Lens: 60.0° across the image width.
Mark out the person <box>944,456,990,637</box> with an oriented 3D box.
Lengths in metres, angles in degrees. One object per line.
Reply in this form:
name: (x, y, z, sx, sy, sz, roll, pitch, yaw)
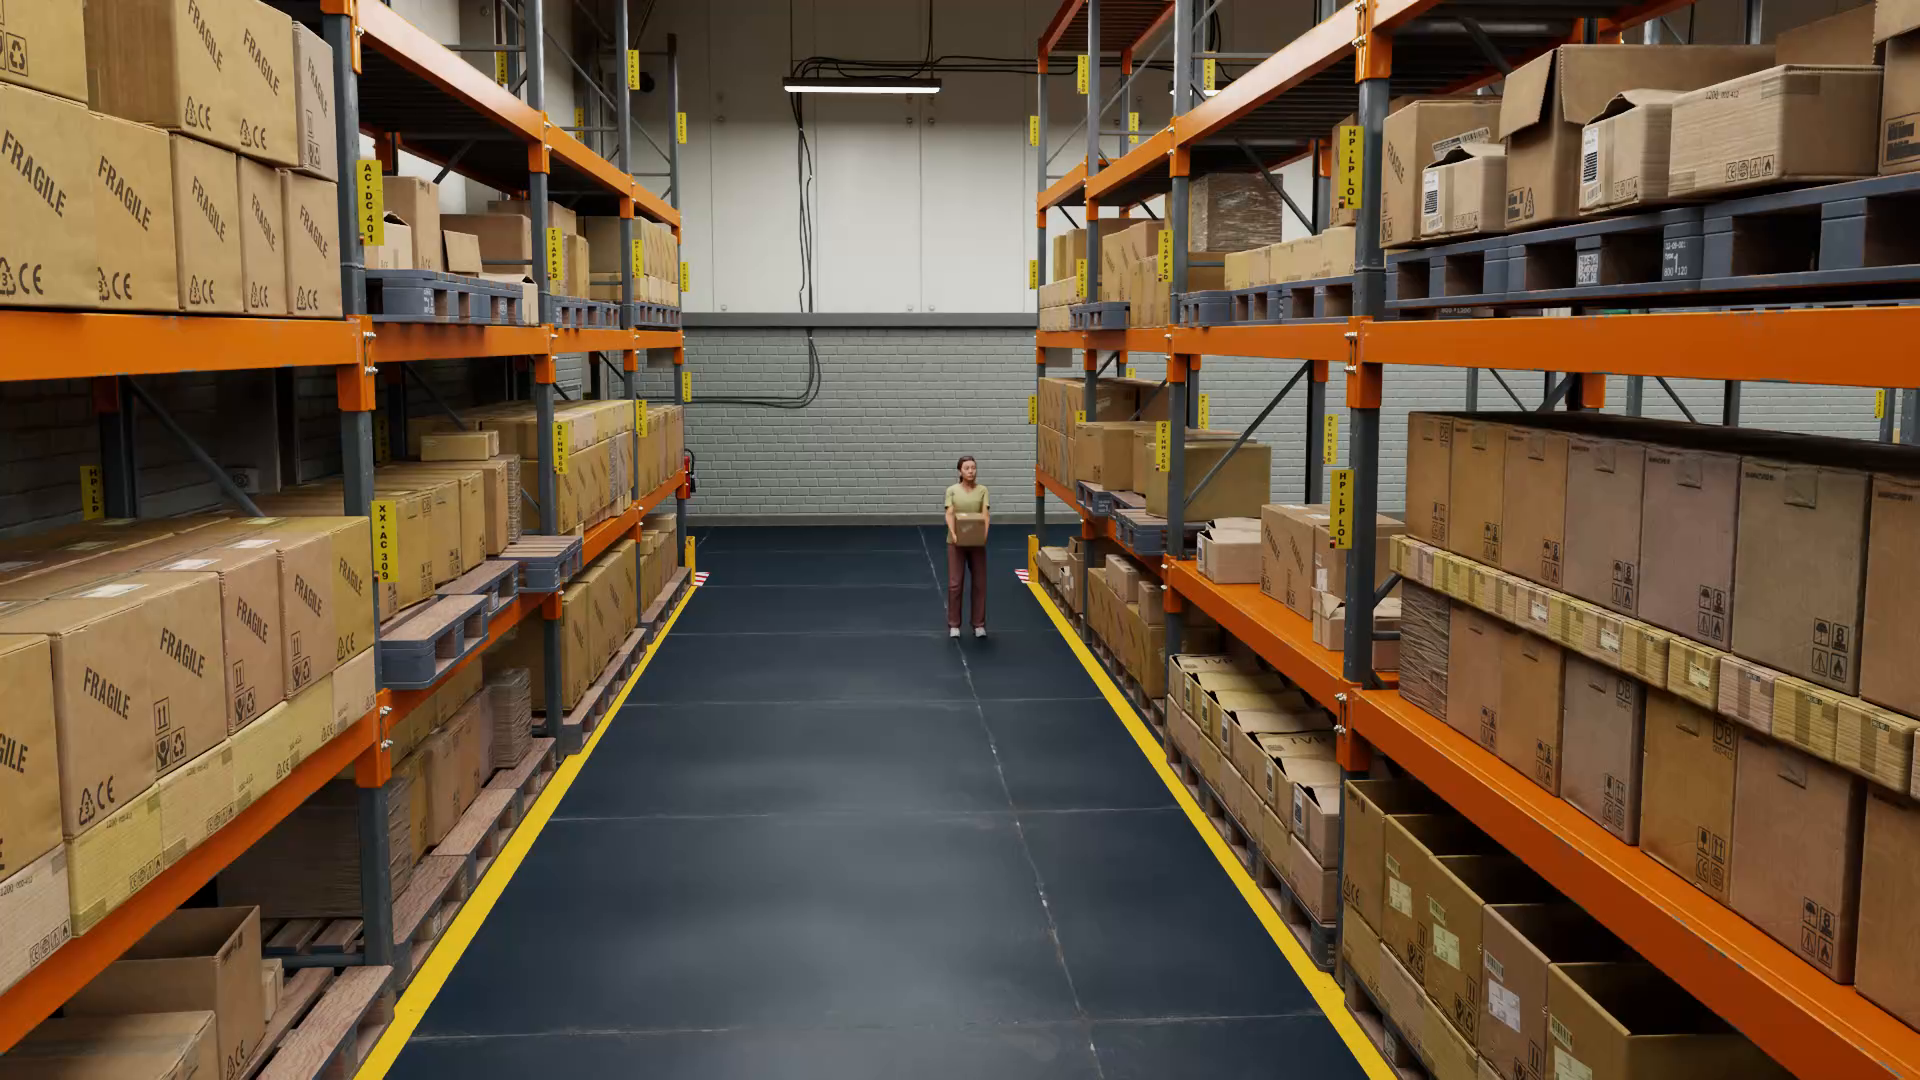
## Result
person: (0.072, 0.063, 15.289, 0.426, 1.665, 0.549, -1, 7, -6)
